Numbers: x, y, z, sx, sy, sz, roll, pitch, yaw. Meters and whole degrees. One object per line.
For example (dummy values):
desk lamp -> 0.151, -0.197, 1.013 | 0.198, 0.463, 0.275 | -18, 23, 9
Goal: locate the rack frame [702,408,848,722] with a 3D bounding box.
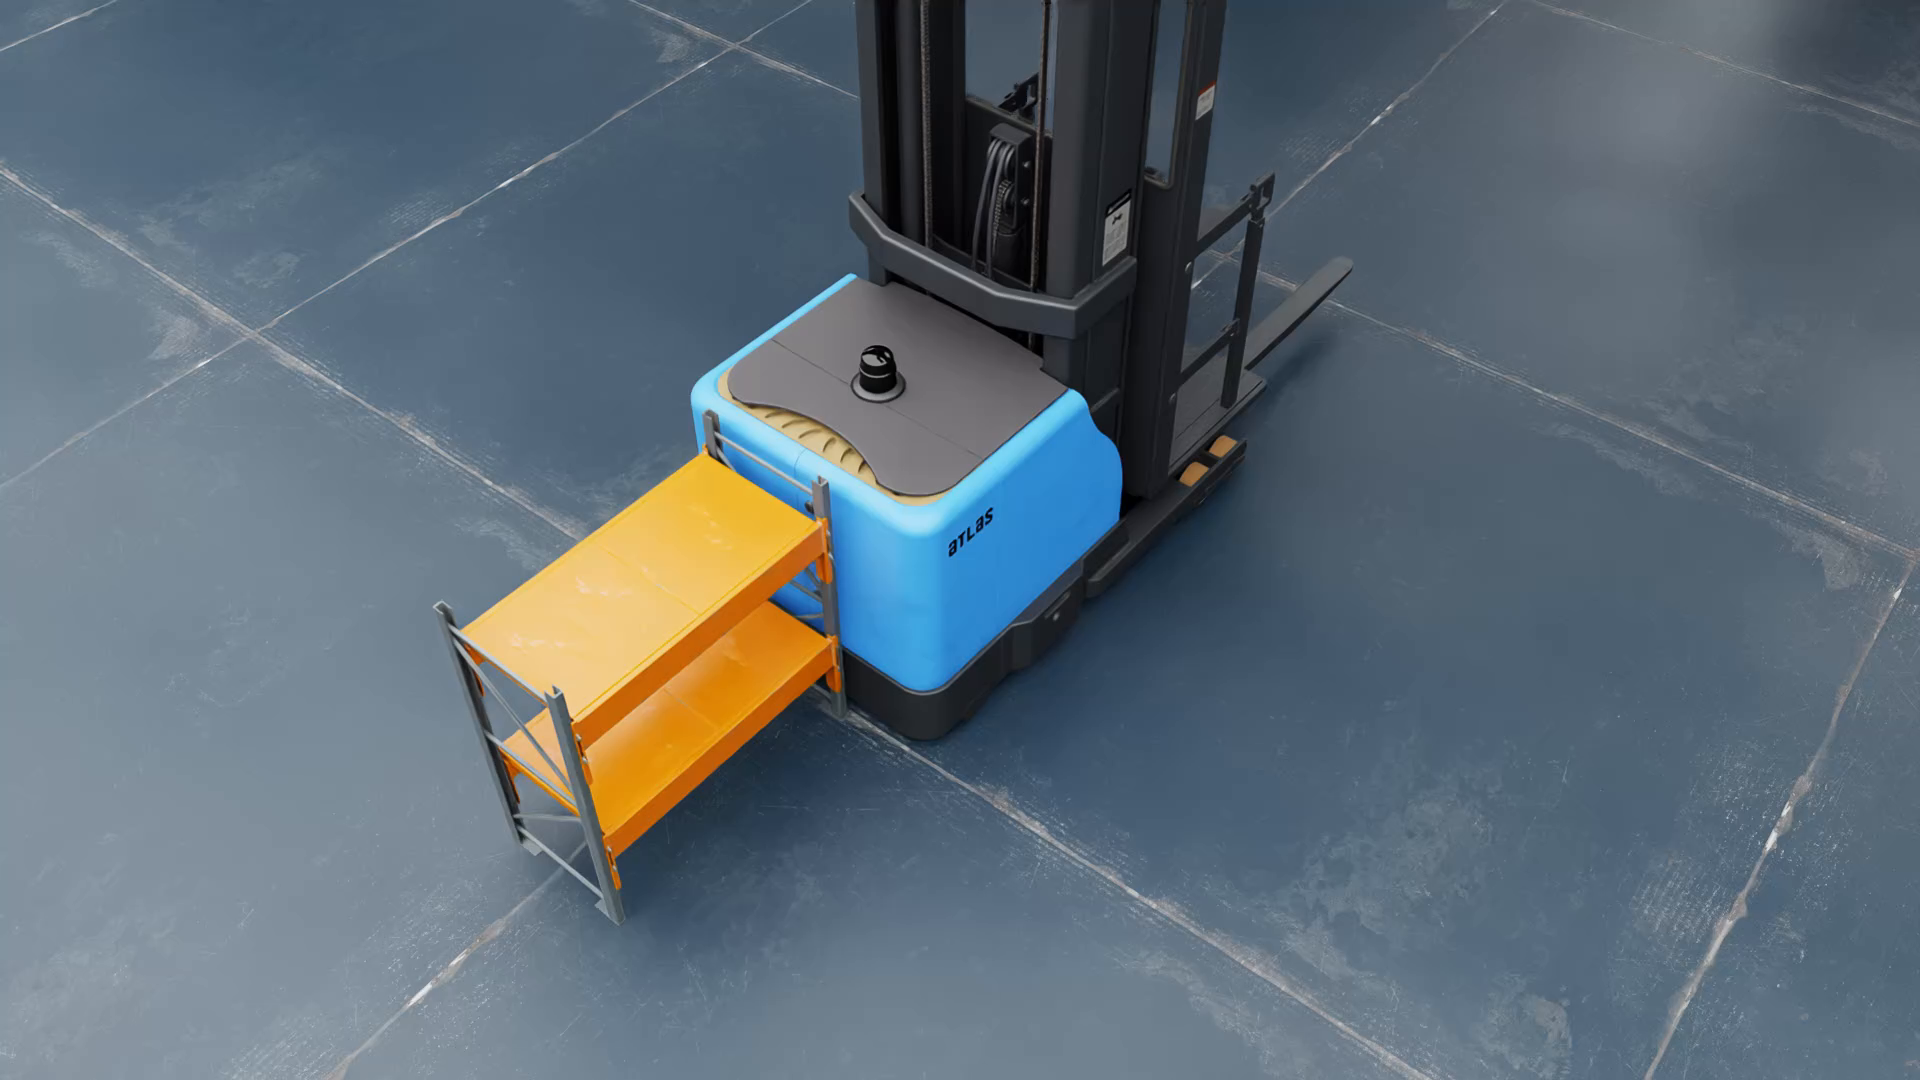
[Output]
rack frame -> -0.585, 0.109, 5.368 | 0.500, 1.125, 0.032 | 31, 54, 26

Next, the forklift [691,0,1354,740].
forklift -> 0.457, -1.354, 5.516 | 1.130, 2.935, 3.031 | 31, 54, 26

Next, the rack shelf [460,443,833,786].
rack shelf -> -0.909, 0.190, 4.886 | 0.538, 0.278, 1.000 | 31, 54, 26

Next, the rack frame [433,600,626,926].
rack frame -> -1.232, 0.676, 4.827 | 0.500, 1.125, 0.032 | 31, 54, 26

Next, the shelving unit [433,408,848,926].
shelving unit -> -0.909, 0.392, 5.098 | 0.538, 1.125, 1.048 | 31, 54, 26

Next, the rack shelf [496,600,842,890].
rack shelf -> -0.909, 0.561, 5.274 | 0.538, 0.278, 1.000 | 31, 54, 26
